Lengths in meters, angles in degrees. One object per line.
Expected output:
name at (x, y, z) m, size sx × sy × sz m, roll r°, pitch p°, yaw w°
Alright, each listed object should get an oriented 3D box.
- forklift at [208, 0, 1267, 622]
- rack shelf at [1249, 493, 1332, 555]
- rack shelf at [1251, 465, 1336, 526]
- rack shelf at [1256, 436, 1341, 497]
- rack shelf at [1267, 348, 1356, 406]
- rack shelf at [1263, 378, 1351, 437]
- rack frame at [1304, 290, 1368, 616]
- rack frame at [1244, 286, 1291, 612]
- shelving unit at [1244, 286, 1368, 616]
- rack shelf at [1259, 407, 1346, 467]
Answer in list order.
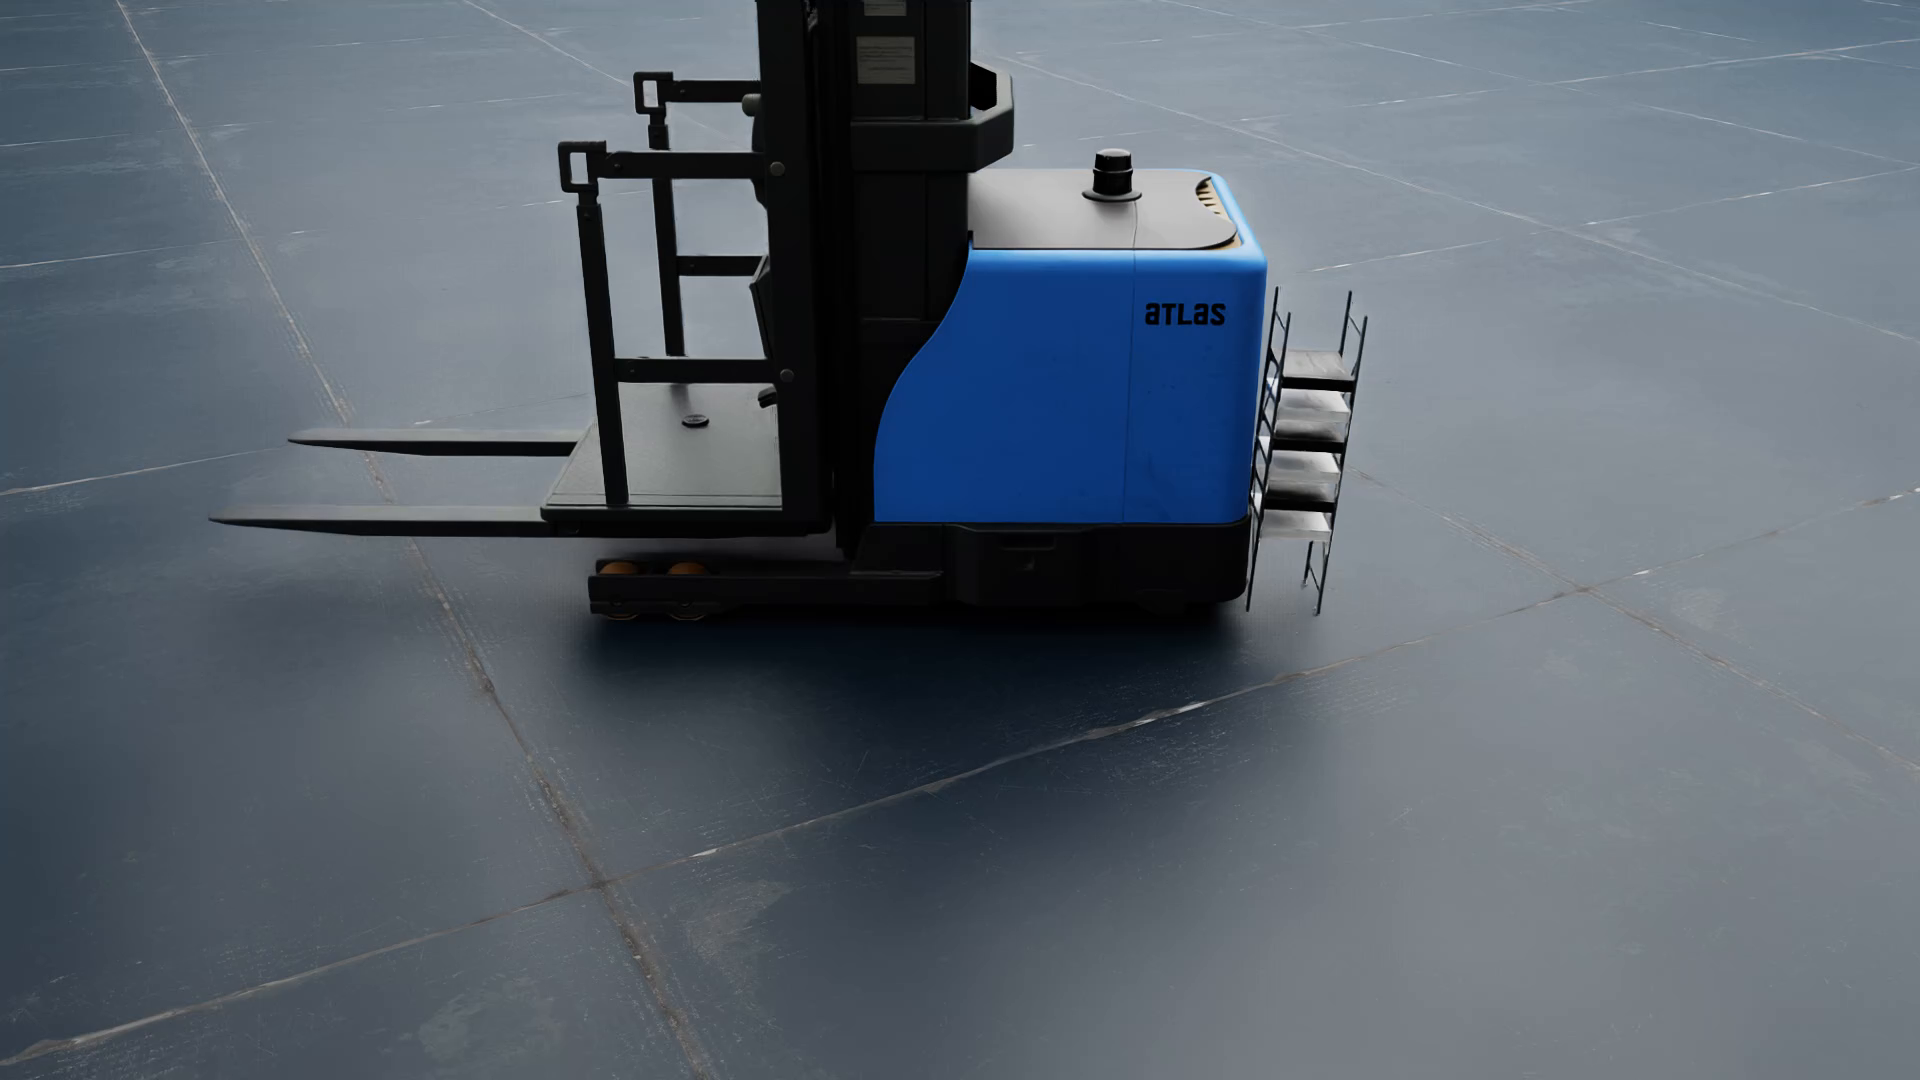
forklift at (-0.683, -1.316, 4.604) m, size 3.031 × 2.935 × 1.130 m, roll 0°, pitch 26°, yaw 1°
rack shelf at (0.946, -0.052, 4.799) m, size 0.200 × 0.077 × 0.258 m, roll 3°, pitch 26°, yaw 0°
rack shelf at (0.950, -0.133, 4.760) m, size 0.200 × 0.077 × 0.258 m, roll 3°, pitch 26°, yaw 0°
rack shelf at (0.955, -0.214, 4.721) m, size 0.200 × 0.077 × 0.258 m, roll 3°, pitch 26°, yaw 0°
rack shelf at (0.968, -0.456, 4.604) m, size 0.200 × 0.077 × 0.258 m, roll 3°, pitch 26°, yaw 0°
rack shelf at (0.964, -0.375, 4.643) m, size 0.200 × 0.077 × 0.258 m, roll 3°, pitch 26°, yaw 0°
rack frame at (1.058, -0.238, 4.706) m, size 0.006 × 0.900 × 0.240 m, roll 3°, pitch 26°, yaw 0°
rack frame at (0.855, -0.249, 4.706) m, size 0.006 × 0.900 × 0.240 m, roll 3°, pitch 26°, yaw 0°
shelving unit at (0.956, -0.243, 4.706) m, size 0.210 × 0.900 × 0.258 m, roll 3°, pitch 26°, yaw 0°
rack shelf at (0.959, -0.294, 4.682) m, size 0.200 × 0.077 × 0.258 m, roll 3°, pitch 26°, yaw 0°
